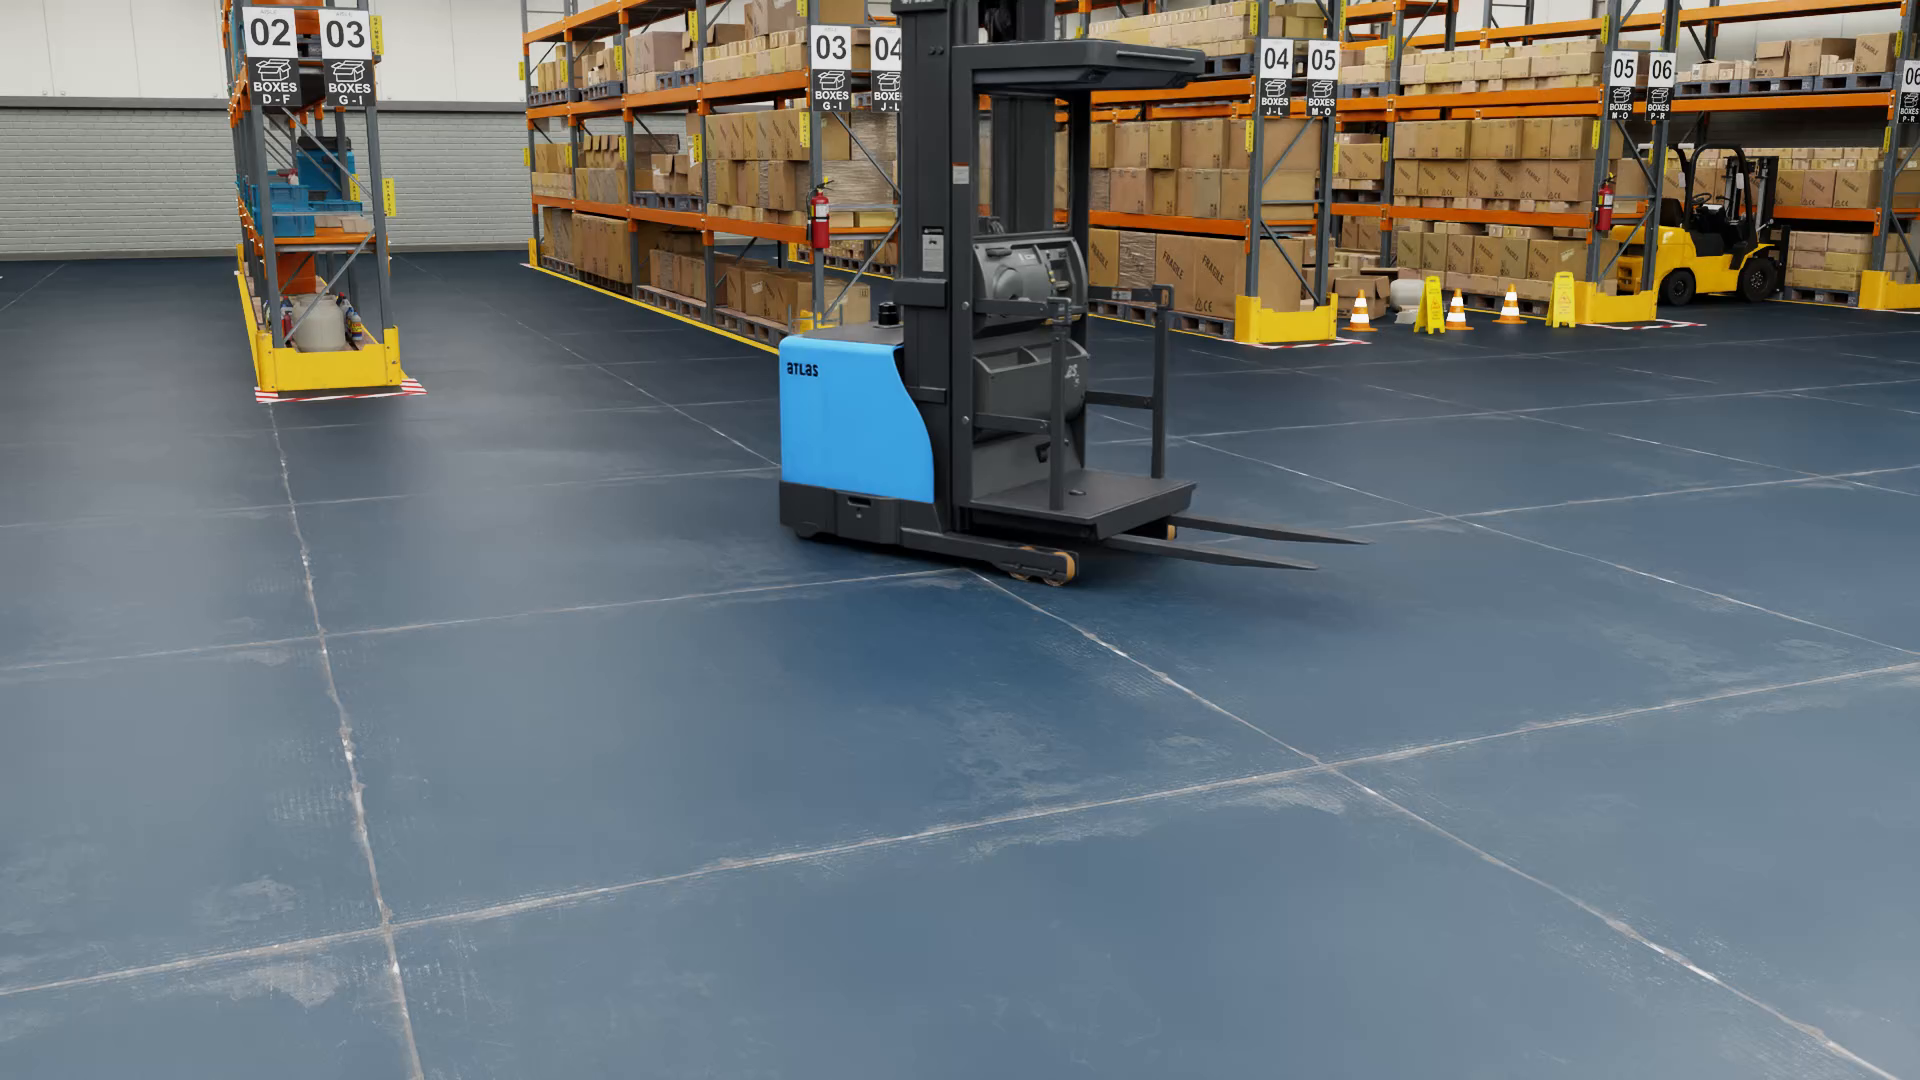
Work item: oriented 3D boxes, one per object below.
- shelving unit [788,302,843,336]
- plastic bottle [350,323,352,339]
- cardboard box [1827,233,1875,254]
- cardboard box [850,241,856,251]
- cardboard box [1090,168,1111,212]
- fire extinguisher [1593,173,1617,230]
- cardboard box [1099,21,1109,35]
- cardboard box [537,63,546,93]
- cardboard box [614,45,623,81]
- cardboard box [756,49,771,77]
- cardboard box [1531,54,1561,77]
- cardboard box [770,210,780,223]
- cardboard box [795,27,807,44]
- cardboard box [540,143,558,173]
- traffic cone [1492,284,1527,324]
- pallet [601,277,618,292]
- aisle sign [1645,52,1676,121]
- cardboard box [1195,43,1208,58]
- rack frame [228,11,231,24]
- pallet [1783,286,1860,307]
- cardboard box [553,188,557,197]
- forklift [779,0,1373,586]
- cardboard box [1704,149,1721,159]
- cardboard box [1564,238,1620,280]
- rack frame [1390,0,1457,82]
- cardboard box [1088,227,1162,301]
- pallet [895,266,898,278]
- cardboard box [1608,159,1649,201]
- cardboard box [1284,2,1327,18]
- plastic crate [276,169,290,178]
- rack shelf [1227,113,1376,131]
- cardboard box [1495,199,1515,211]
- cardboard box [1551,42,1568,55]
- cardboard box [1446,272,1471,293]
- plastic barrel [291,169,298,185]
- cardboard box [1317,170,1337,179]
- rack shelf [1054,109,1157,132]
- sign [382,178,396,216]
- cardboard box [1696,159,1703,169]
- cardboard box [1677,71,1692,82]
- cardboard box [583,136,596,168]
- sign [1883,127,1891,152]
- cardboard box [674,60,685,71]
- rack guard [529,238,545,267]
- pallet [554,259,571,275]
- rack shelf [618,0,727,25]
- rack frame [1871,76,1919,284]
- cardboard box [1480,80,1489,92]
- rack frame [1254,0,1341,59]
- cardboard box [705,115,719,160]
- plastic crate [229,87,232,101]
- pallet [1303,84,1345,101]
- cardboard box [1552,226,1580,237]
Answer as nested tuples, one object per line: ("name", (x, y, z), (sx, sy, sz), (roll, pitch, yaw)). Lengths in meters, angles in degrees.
("shelving unit", (-0.796, -0.708, 9.267), (0.189, 1.200, 0.258), (9, 16, 34))
("plastic bottle", (-5.996, -2.095, 16.499), (0.097, 0.201, 0.097), (0, 13, 0))
("cardboard box", (12.181, -4.030, 22.581), (0.500, 0.250, 0.500), (-5, 14, -21))
("cardboard box", (-1.735, -5.225, 29.525), (0.380, 0.149, 0.250), (-6, 14, -26))
("cardboard box", (2.166, -4.518, 21.408), (0.875, 0.550, 0.550), (-6, 14, -23))
("fire extinguisher", (7.728, -4.059, 19.928), (0.296, 0.674, 0.183), (-6, 14, -23))
("cardboard box", (1.945, -6.343, 20.606), (0.380, 0.149, 0.250), (-6, 14, -23))
("cardboard box", (-7.012, -8.106, 29.215), (0.700, 0.500, 0.500), (-6, 14, -25))
("cardboard box", (-4.490, -6.756, 23.594), (0.797, 0.503, 0.637), (-5, 14, -20))
("cardboard box", (-1.802, -4.942, 17.249), (0.500, 0.250, 0.500), (-5, 14, -22))
("cardboard box", (7.465, -5.882, 20.653), (0.500, 0.250, 0.500), (-6, 14, -24))
("cardboard box", (-1.795, -3.442, 17.645), (0.380, 0.149, 0.250), (-6, 14, -23))
("cardboard box", (-1.373, -4.879, 16.093), (0.380, 0.149, 0.250), (-6, 14, -23))
("cardboard box", (-7.026, -6.677, 29.075), (0.500, 0.500, 0.500), (-6, 14, -24))
("traffic cone", (6.750, -2.899, 20.367), (0.336, 0.463, 0.334), (-6, 14, -23))
("pallet", (-4.912, -3.983, 25.610), (1.003, 0.211, 1.213), (-6, 14, -23))
("aisle sign", (8.414, -5.444, 19.973), (0.394, 0.787, 0.004), (-6, 14, -23))
("cardboard box", (2.861, -5.482, 18.655), (0.380, 0.149, 0.250), (-5, 14, -22))
("rack frame", (-8.718, -7.395, 20.865), (1.000, 3.000, 0.127), (-6, 14, -23))
("pallet", (12.307, -3.407, 23.122), (1.003, 0.211, 1.213), (-6, 14, -23))
("cardboard box", (-6.720, -5.923, 28.365), (0.380, 0.149, 0.250), (-6, 14, -24))
("forklift", (0.527, -1.343, 8.174), (3.031, 2.935, 1.130), (9, 16, 34))
("cardboard box", (11.212, -5.694, 24.501), (0.380, 0.149, 0.250), (-5, 14, -22))
("cardboard box", (8.025, -3.589, 21.228), (0.500, 0.500, 0.500), (-6, 14, -25))
("rack frame", (6.502, -7.911, 23.095), (1.000, 3.000, 0.127), (-6, 14, -23))
("cardboard box", (2.195, -3.554, 21.353), (0.875, 0.875, 0.875), (-5, 14, -22))
("pallet", (-0.392, -4.402, 27.420), (1.003, 0.211, 1.213), (-6, 14, -23))
("cardboard box", (8.169, -4.479, 20.687), (0.500, 0.500, 0.500), (-6, 14, -24))
("cardboard box", (3.768, -5.773, 18.143), (0.380, 0.149, 0.250), (-5, 14, -22))
("plastic crate", (-10.448, -5.566, 25.993), (0.402, 0.464, 0.583), (-6, 14, -23))
("rack shelf", (7.043, -8.615, 34.382), (1.077, 0.370, 4.000), (-6, 14, -23))
("cardboard box", (7.182, -4.356, 21.594), (0.380, 0.149, 0.250), (-6, 14, -24))
("cardboard box", (7.511, -6.041, 20.454), (0.380, 0.149, 0.250), (-6, 14, -24))
("cardboard box", (6.930, -3.489, 22.458), (0.500, 0.250, 0.500), (-6, 14, -24))
("plastic barrel", (-7.766, -4.171, 19.937), (0.433, 0.535, 0.433), (0, 13, 0))
("cardboard box", (5.706, -5.671, 24.907), (0.500, 0.500, 0.500), (-5, 14, -21))
("rack shelf", (2.497, -8.165, 32.441), (1.077, 0.370, 4.000), (-6, 14, -23))
("sign", (-5.008, -3.003, 14.580), (0.100, 0.325, 0.005), (-6, 14, -23))
("cardboard box", (11.171, -5.608, 24.788), (0.380, 0.149, 0.250), (-6, 14, -23))
("cardboard box", (10.950, -6.910, 24.824), (0.380, 0.149, 0.250), (-5, 14, -22))
("cardboard box", (-5.519, -6.152, 26.354), (0.797, 0.503, 0.637), (-6, 14, -24))
("sign", (12.148, -5.245, 21.785), (0.100, 0.325, 0.005), (-6, 14, -23))
("cardboard box", (-3.421, -6.024, 21.180), (0.380, 0.166, 0.250), (-6, 14, -25))
("rack guard", (-7.394, -5.360, 30.919), (1.175, 0.500, 0.348), (-6, 14, -23))
("pallet", (-6.508, -4.804, 29.160), (1.003, 0.211, 1.213), (-6, 14, -23))
("rack shelf", (-3.379, -6.884, 21.139), (1.077, 0.370, 4.000), (-6, 14, -23))
("rack frame", (12.651, -4.611, 22.141), (1.000, 3.000, 0.127), (-6, 14, -23))
("cardboard box", (7.020, -5.922, 21.708), (0.380, 0.149, 0.250), (-6, 14, -23))
("rack frame", (3.610, -6.617, 17.502), (1.000, 3.000, 0.127), (-6, 14, -23))
("cardboard box", (-2.630, -4.658, 19.246), (0.500, 0.500, 0.500), (-6, 14, -23))
("plastic crate", (-10.767, -6.717, 25.058), (0.450, 0.188, 0.662), (-6, 14, -23))
("pallet", (5.934, -6.710, 24.972), (1.213, 0.211, 1.003), (-6, 14, -23))
("cardboard box", (10.223, -4.908, 27.760), (0.875, 0.625, 0.625), (-6, 14, -25))
